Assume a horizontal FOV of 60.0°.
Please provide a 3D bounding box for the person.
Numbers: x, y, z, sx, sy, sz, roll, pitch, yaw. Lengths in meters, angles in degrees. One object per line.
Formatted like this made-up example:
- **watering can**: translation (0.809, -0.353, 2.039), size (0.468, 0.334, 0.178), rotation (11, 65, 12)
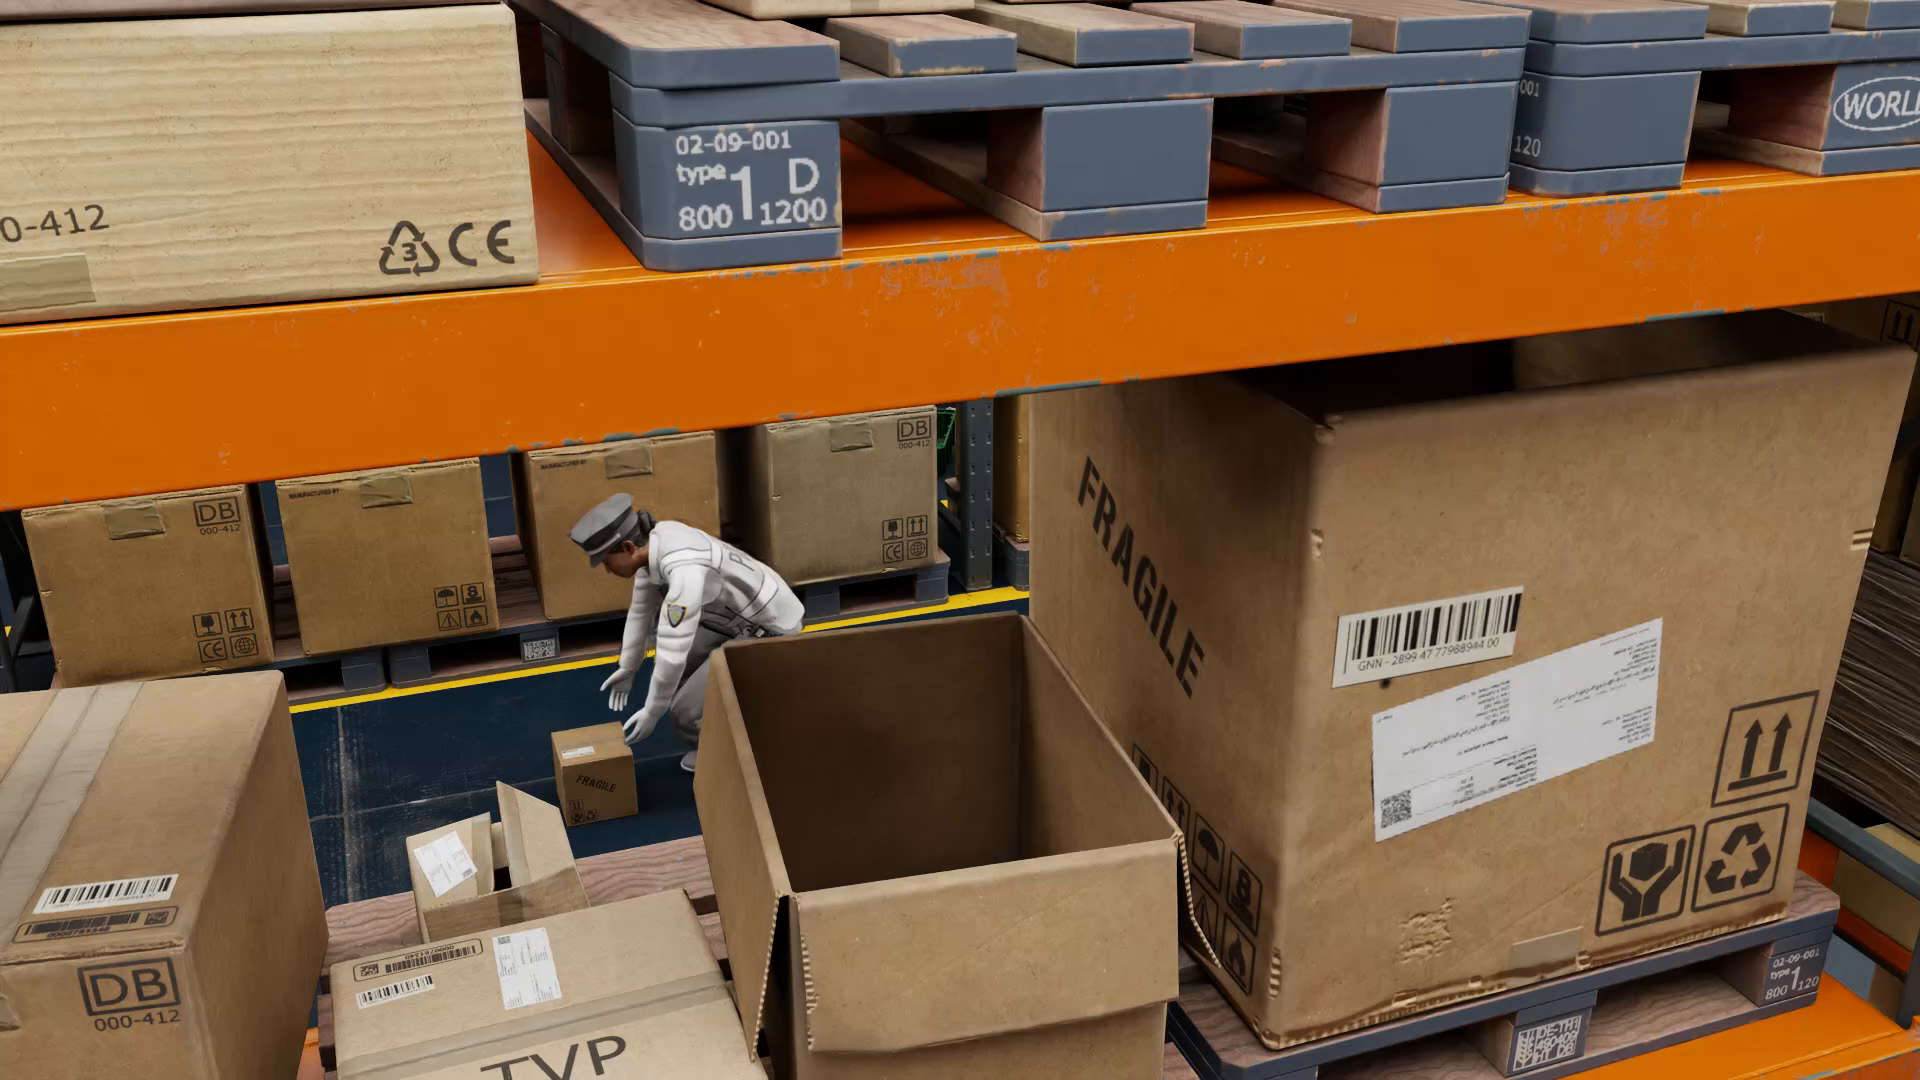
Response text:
- **person**: translation (-0.937, 0.367, 5.850), size (0.796, 1.180, 0.522), rotation (-8, 24, -19)
